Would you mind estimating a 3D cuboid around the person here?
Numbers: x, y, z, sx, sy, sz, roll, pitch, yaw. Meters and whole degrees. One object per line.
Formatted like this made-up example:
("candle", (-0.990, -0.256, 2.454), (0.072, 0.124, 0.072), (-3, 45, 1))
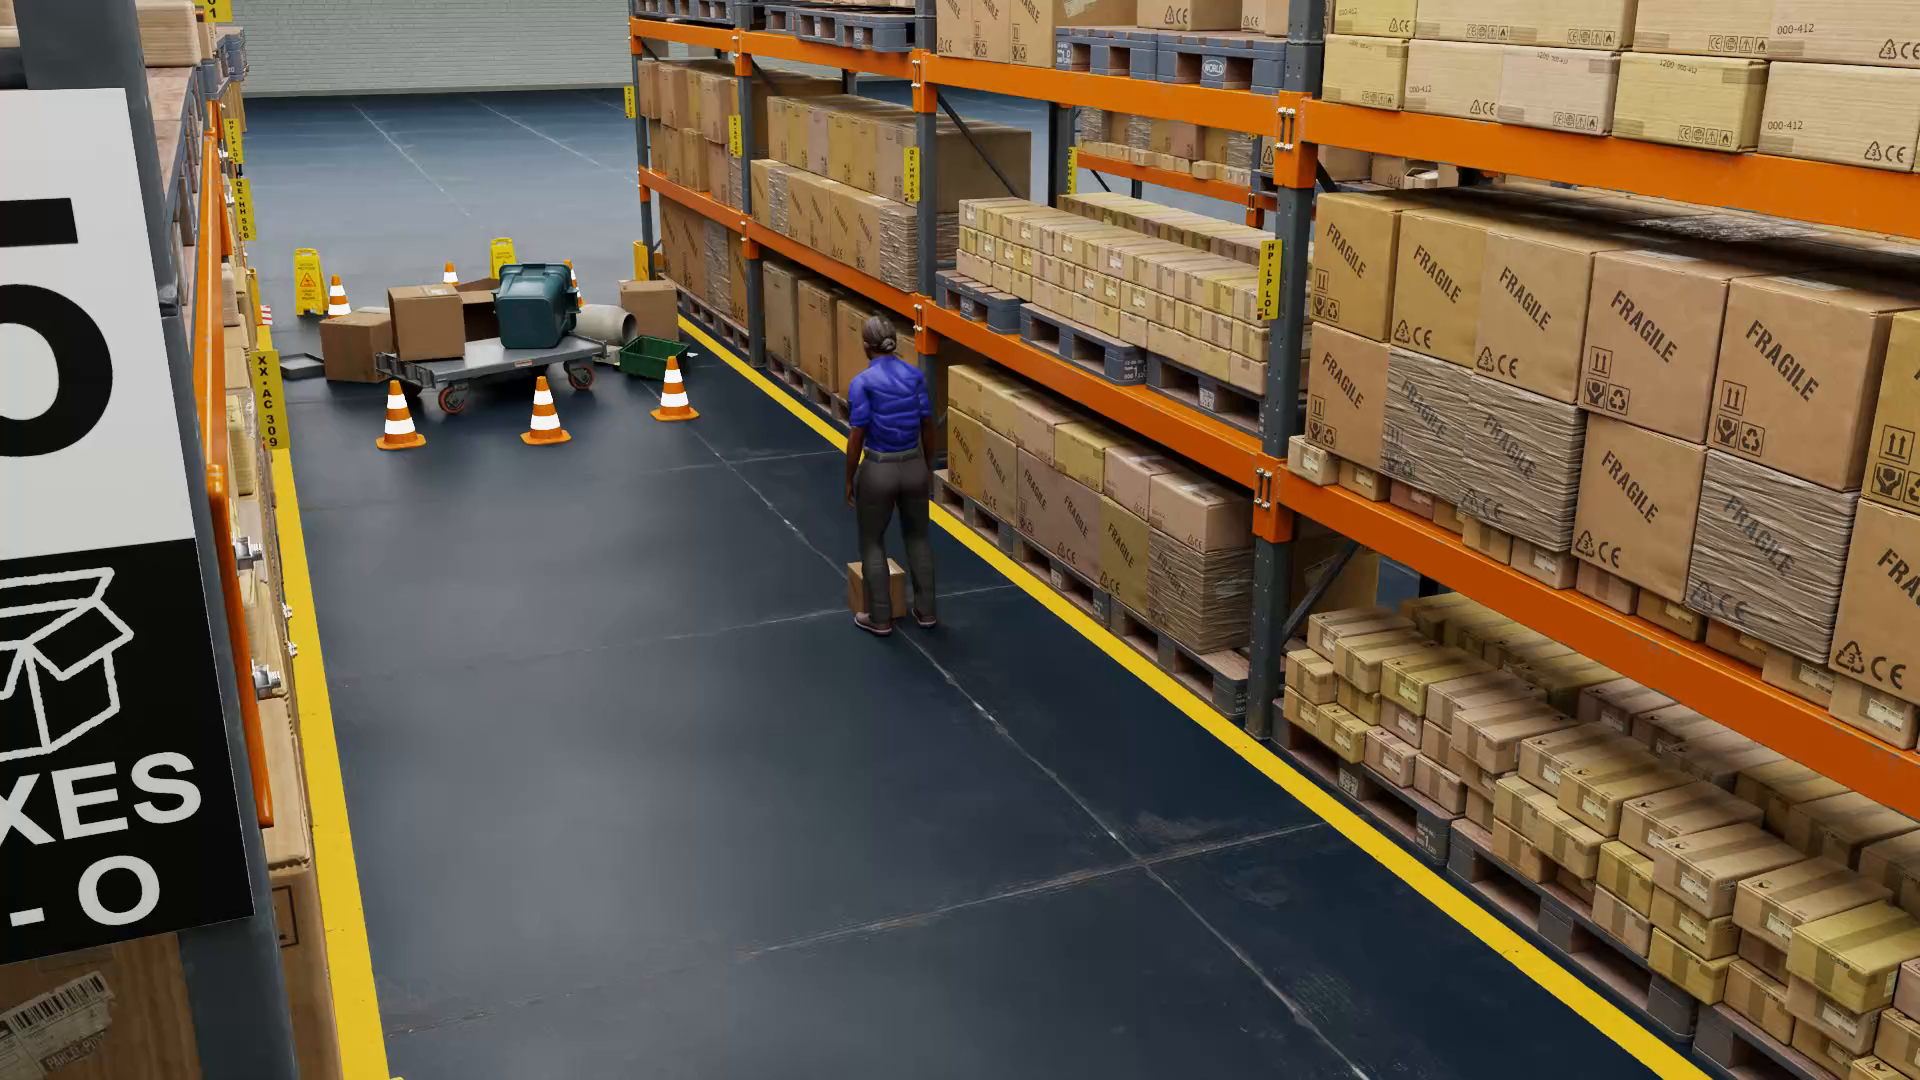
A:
("person", (-0.347, -0.320, 8.525), (0.531, 1.640, 0.351), (-9, 21, -25))
